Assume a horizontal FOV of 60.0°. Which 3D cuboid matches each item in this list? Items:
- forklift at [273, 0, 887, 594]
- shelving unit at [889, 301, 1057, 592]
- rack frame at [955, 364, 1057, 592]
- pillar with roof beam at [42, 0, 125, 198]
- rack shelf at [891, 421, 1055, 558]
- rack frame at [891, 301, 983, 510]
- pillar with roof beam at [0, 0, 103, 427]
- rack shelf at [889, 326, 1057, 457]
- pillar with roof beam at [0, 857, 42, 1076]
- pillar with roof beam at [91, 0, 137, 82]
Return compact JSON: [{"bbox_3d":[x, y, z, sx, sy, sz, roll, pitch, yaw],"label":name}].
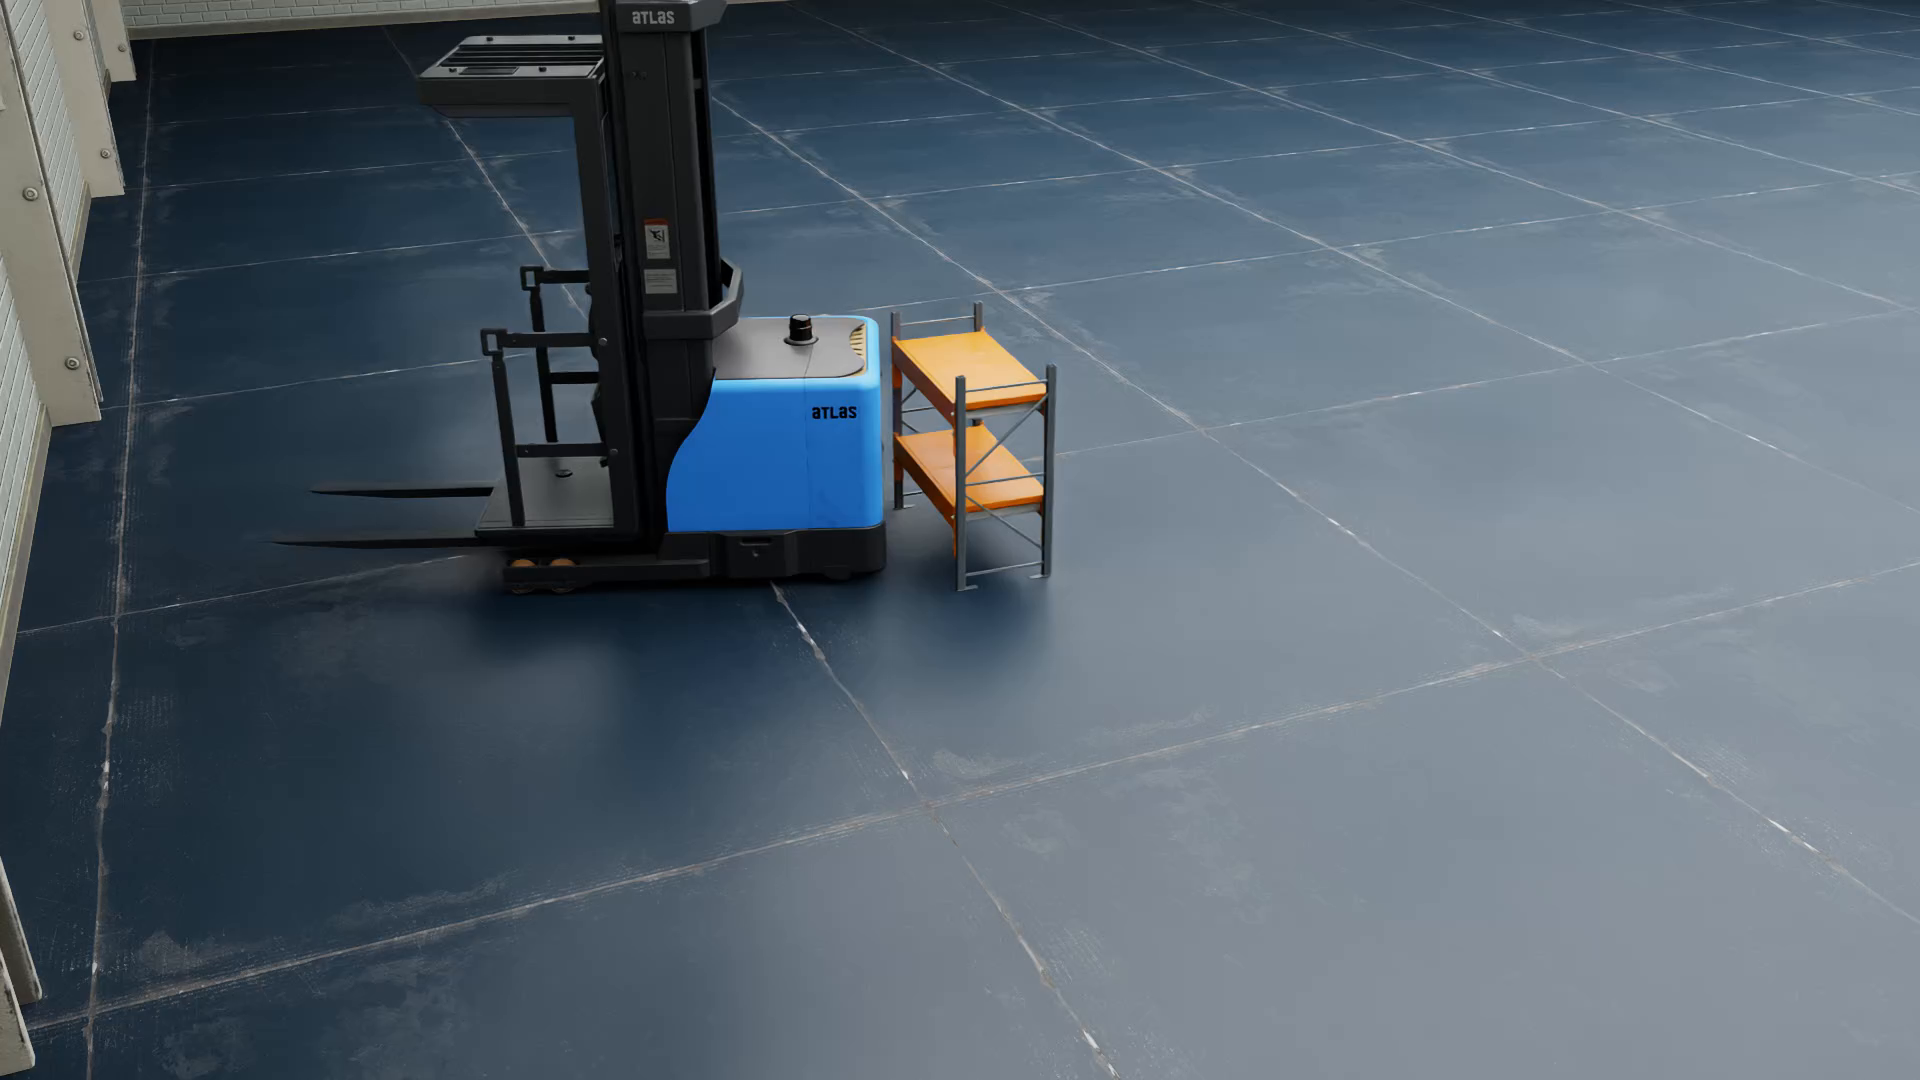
[{"bbox_3d":[-1.905,-1.290,8.052,3.031,2.935,1.130,-1,26,-3],"label":"forklift"},{"bbox_3d":[0.050,-0.501,8.494,0.538,1.125,1.048,-9,27,-17],"label":"shelving unit"},{"bbox_3d":[0.219,-0.291,8.063,0.500,1.125,0.032,-9,27,-17],"label":"rack frame"},{"bbox_3d":[-3.913,-7.999,14.877,9.100,9.000,0.400,-11,28,-21],"label":"pillar with roof beam"},{"bbox_3d":[0.050,-0.281,8.601,0.538,0.278,1.000,-9,27,-17],"label":"rack shelf"},{"bbox_3d":[-0.119,-0.711,8.925,0.500,1.125,0.032,-9,27,-17],"label":"rack frame"},{"bbox_3d":[-1.563,-5.577,9.916,9.100,9.000,0.400,-11,28,-21],"label":"pillar with roof beam"},{"bbox_3d":[0.050,-0.764,8.366,0.538,0.278,1.000,-9,27,-17],"label":"rack shelf"},{"bbox_3d":[0.787,-3.155,4.955,9.100,9.000,0.400,-11,28,-21],"label":"pillar with roof beam"},{"bbox_3d":[-6.262,-10.422,19.838,9.100,9.000,0.400,-11,28,-21],"label":"pillar with roof beam"}]
